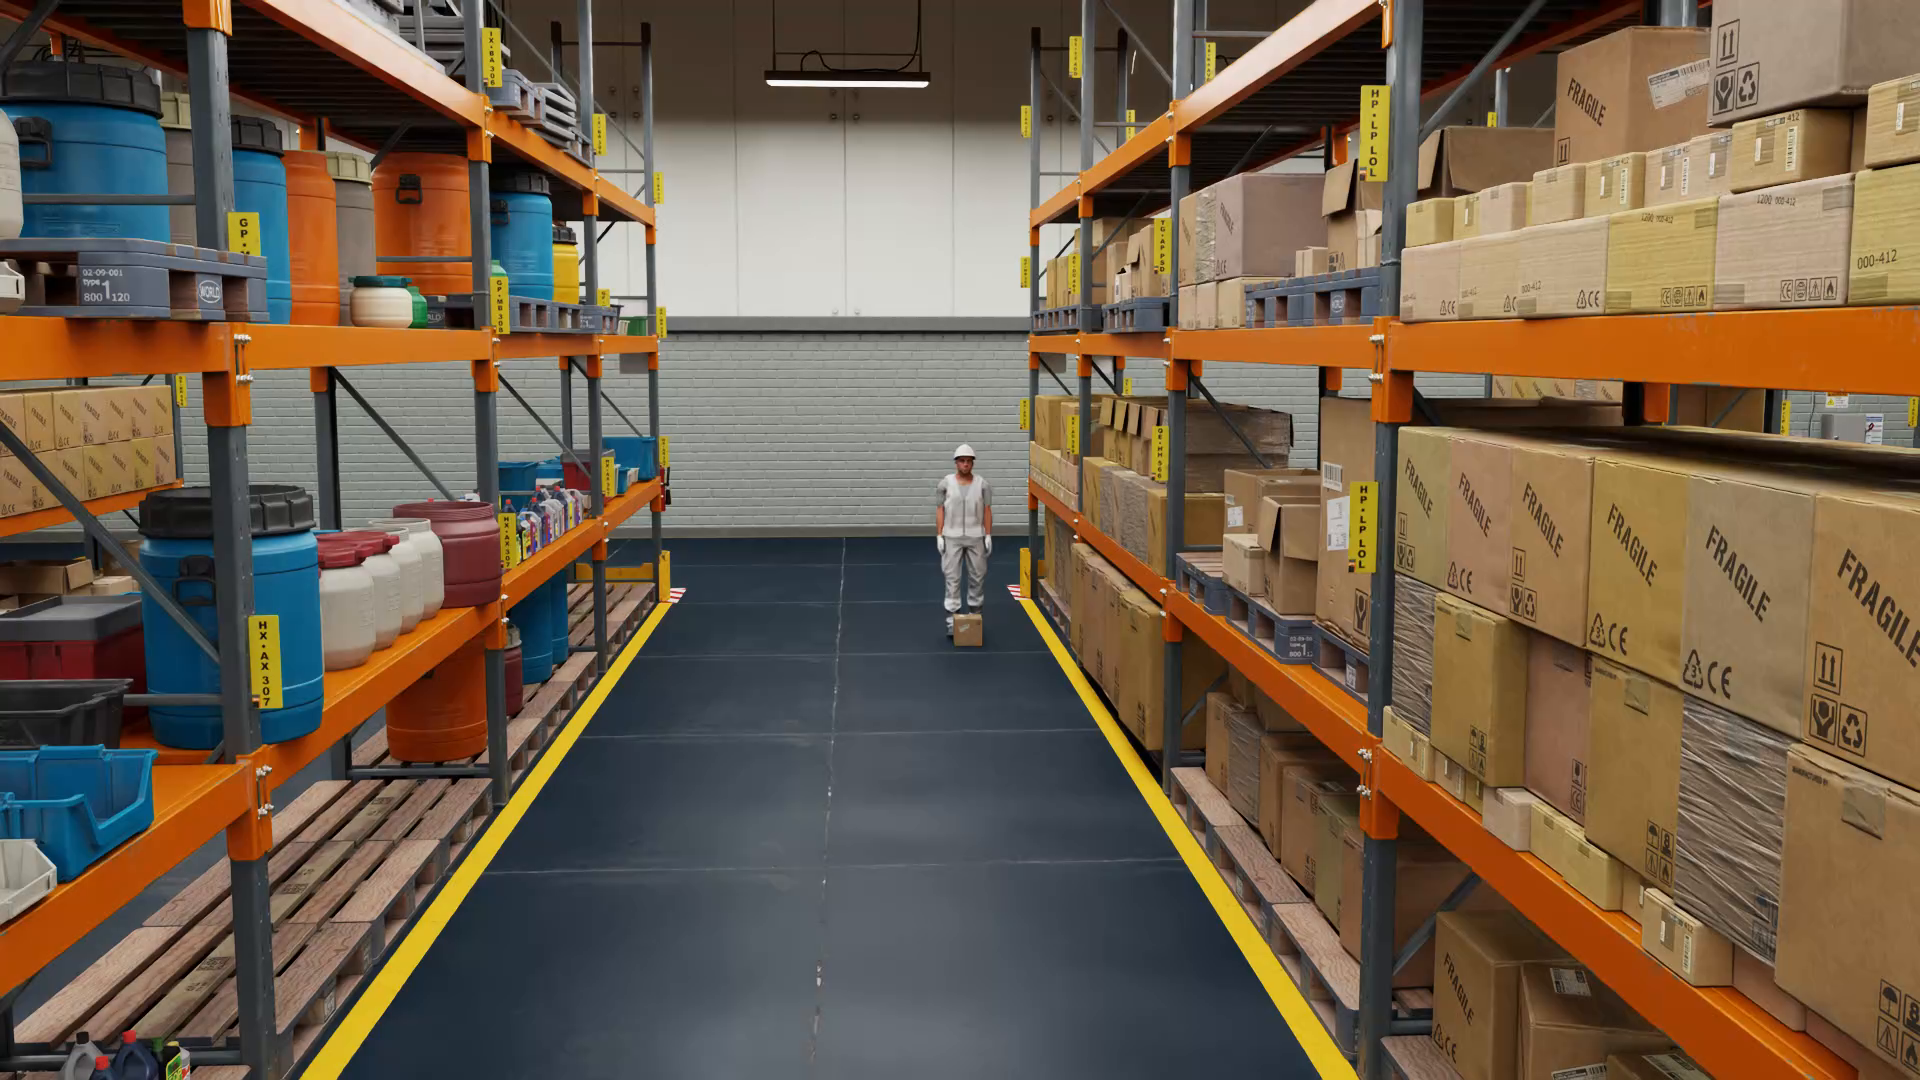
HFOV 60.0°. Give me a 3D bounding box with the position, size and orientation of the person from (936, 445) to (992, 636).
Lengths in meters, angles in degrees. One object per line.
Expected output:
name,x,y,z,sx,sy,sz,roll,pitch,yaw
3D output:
person,0.042,0.018,15.578,0.526,1.821,0.486,0,7,-3
